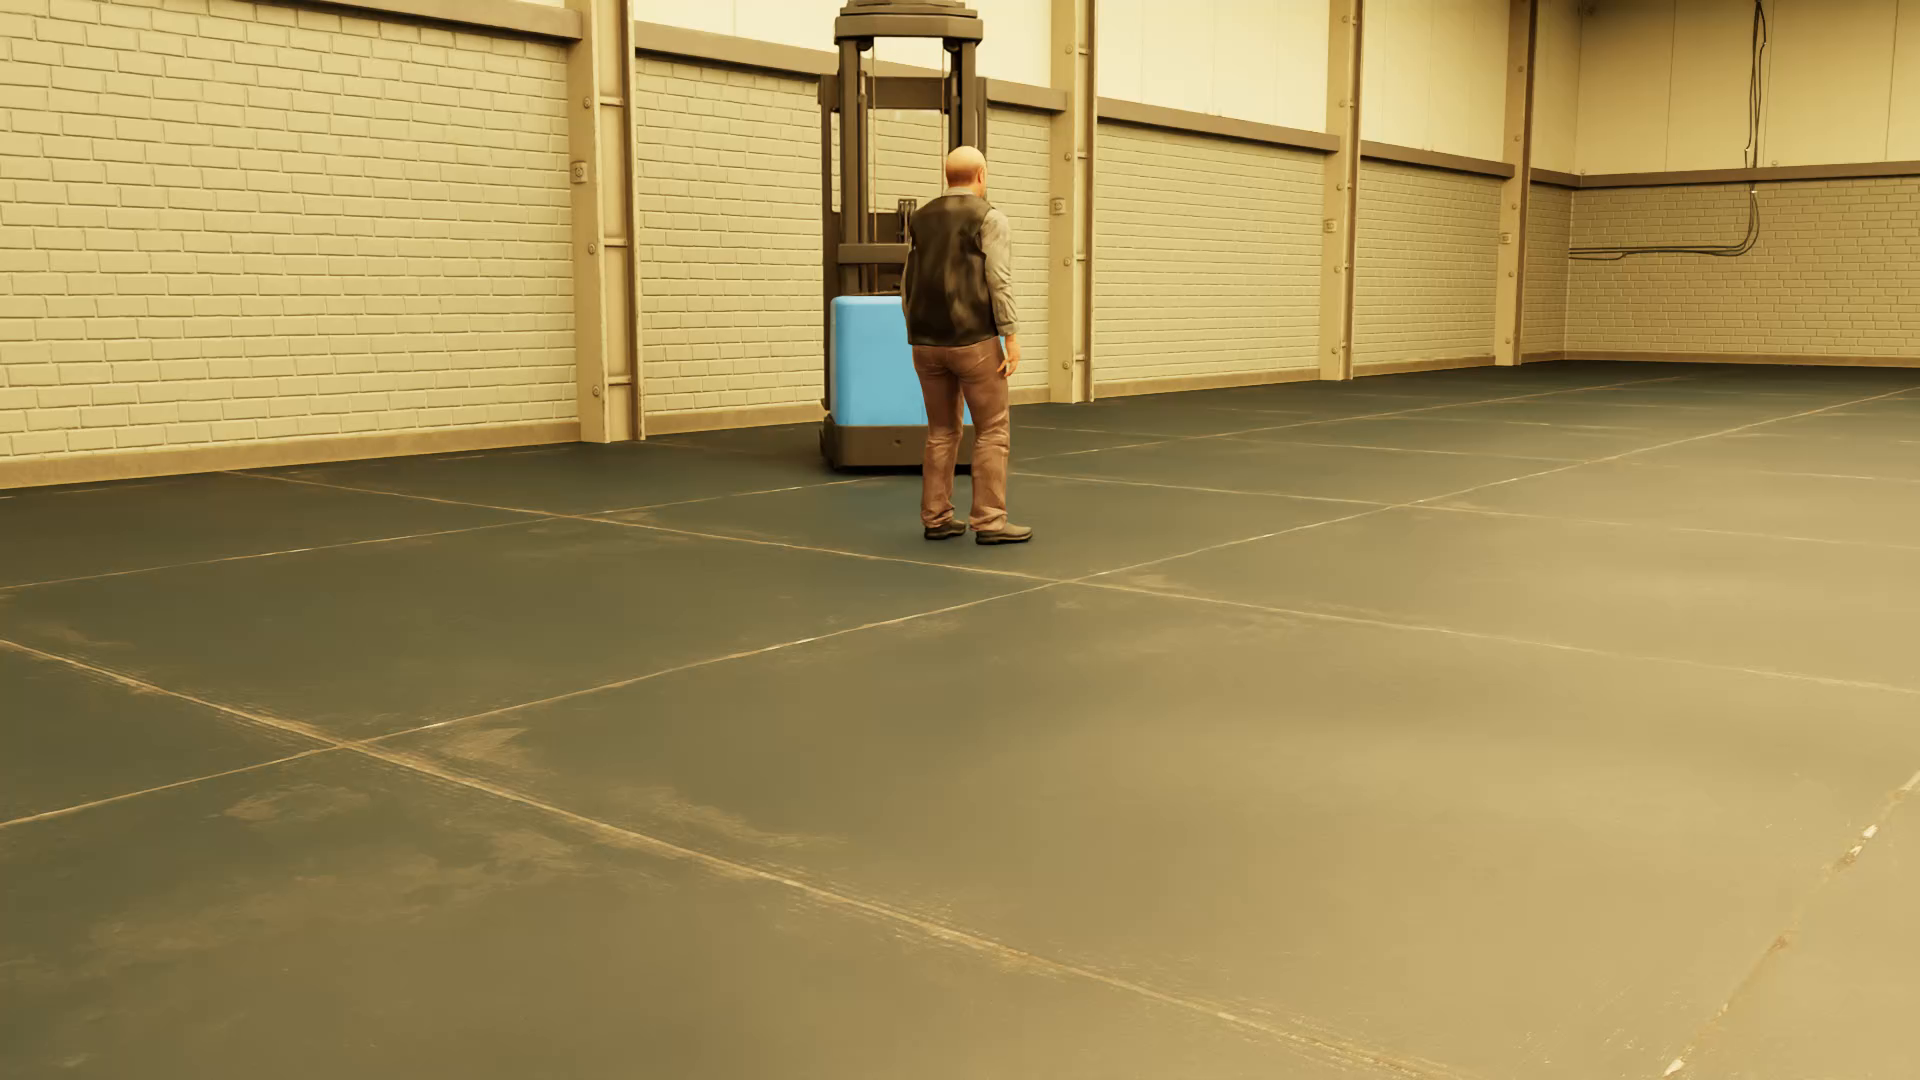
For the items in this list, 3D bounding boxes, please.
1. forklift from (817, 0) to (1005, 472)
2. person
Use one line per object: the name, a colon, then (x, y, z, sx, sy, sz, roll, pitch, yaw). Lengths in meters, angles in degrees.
forklift: (-0.395, -2.044, 11.253, 1.130, 2.935, 3.031, -1, 8, -6)
person: (-0.004, -0.852, 7.289, 0.580, 1.720, 0.422, 6, 10, 37)
